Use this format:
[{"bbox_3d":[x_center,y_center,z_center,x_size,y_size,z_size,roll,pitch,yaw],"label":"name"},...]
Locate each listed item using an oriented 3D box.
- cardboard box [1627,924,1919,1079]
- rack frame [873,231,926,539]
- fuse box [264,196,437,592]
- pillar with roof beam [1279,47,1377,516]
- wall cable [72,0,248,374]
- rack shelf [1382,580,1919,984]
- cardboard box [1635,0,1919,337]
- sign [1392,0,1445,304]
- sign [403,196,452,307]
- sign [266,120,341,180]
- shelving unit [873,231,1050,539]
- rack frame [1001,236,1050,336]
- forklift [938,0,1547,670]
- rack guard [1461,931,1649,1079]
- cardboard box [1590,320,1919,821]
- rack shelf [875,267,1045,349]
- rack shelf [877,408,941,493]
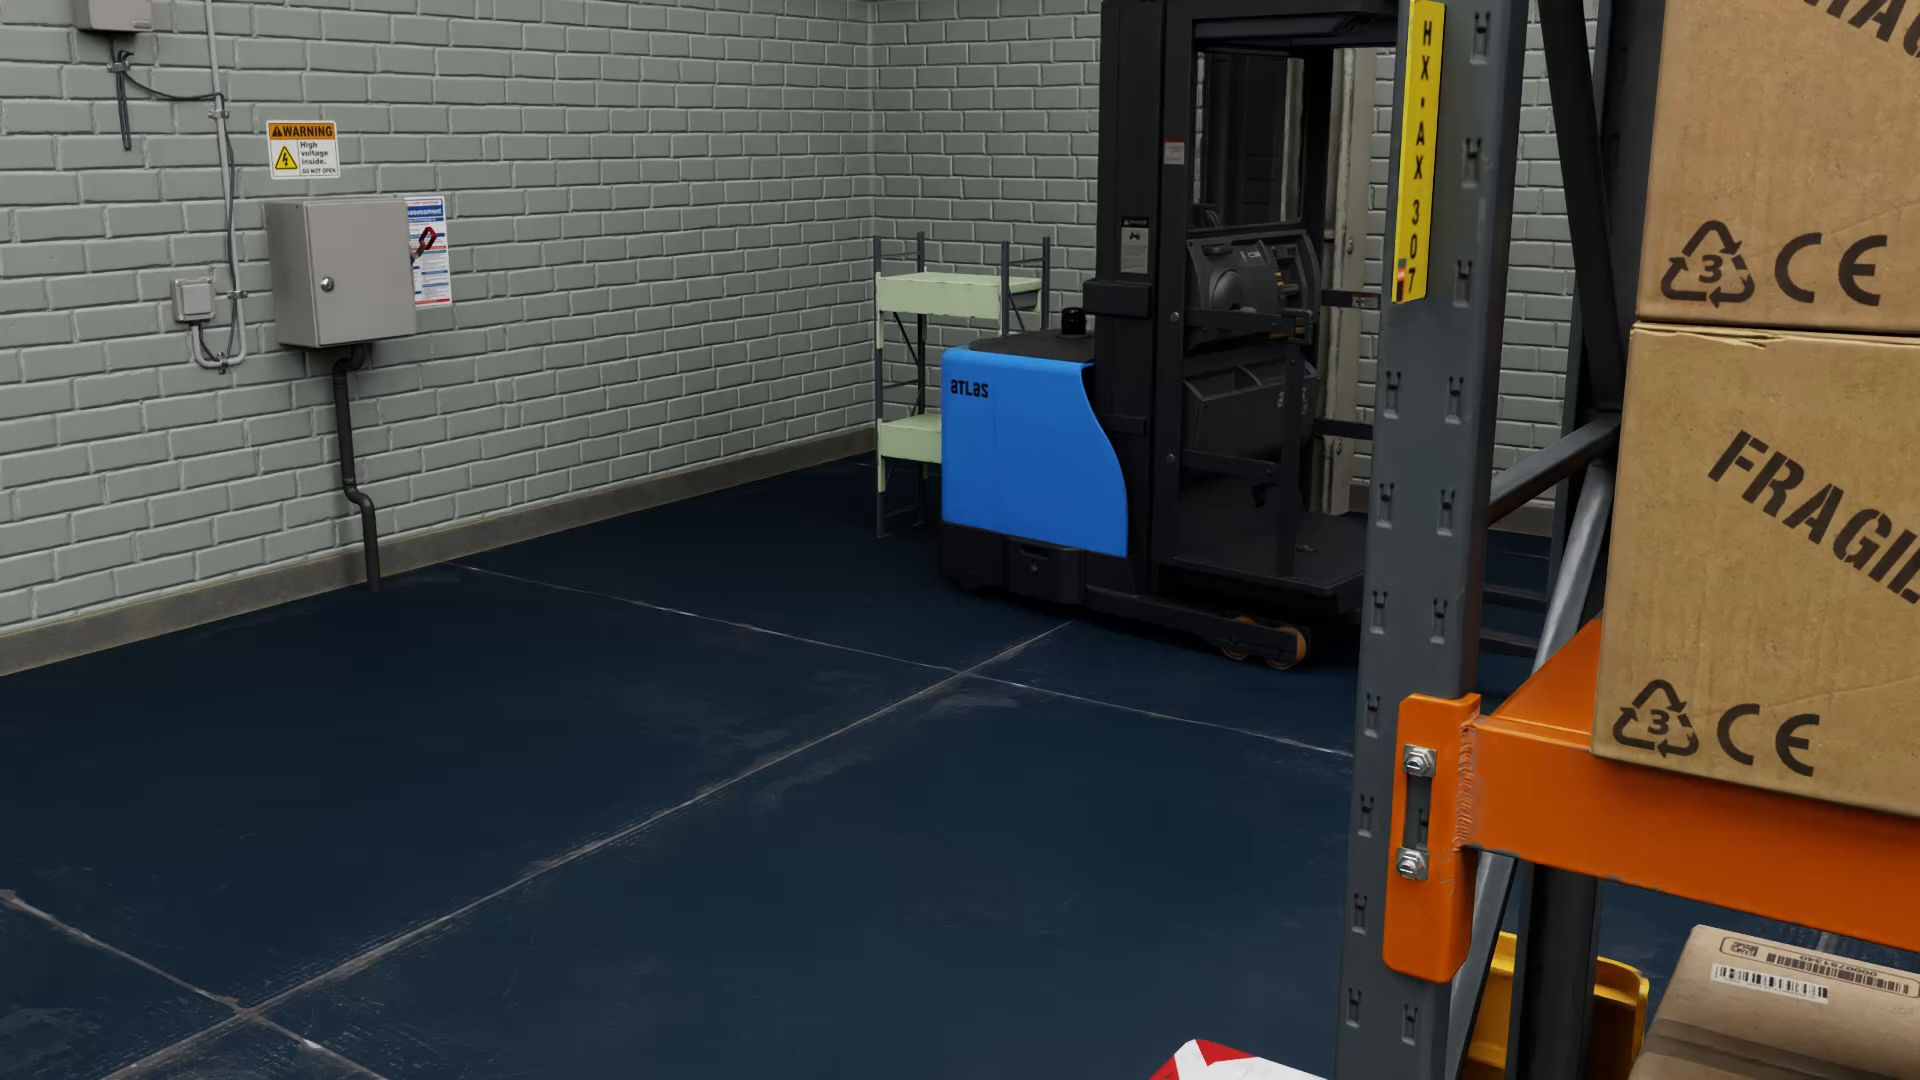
[{"bbox_3d":[1.430,1.026,2.395,0.875,0.438,0.875,9,16,31],"label":"cardboard box"},{"bbox_3d":[-0.298,-0.776,8.338,0.023,1.500,0.400,9,17,33],"label":"rack frame"},{"bbox_3d":[-2.572,-0.608,7.219,0.414,1.711,0.539,9,17,33],"label":"fuse box"},{"bbox_3d":[-0.543,-3.668,4.413,0.400,9.000,9.100,9,17,33],"label":"pillar with roof beam"},{"bbox_3d":[-3.083,-1.612,6.477,0.122,1.984,0.588,9,17,33],"label":"wall cable"},{"bbox_3d":[2.486,0.535,1.418,4.000,0.370,1.077,9,17,33],"label":"rack shelf"},{"bbox_3d":[1.066,-0.495,1.793,0.500,0.500,0.500,9,16,32],"label":"cardboard box"},{"bbox_3d":[0.512,-0.431,1.857,0.005,0.325,0.100,9,17,33],"label":"sign"},{"bbox_3d":[-2.468,-1.314,7.585,0.001,0.494,0.329,9,17,33],"label":"sign"},{"bbox_3d":[-2.775,-1.651,7.032,0.001,0.242,0.339,9,17,33],"label":"sign"},{"bbox_3d":[0.006,-0.727,8.139,0.755,1.500,0.431,9,17,33],"label":"shelving unit"},{"bbox_3d":[0.309,-0.678,7.941,0.023,1.500,0.400,9,17,33],"label":"rack frame"},{"bbox_3d":[1.348,-1.071,6.552,3.031,2.935,1.130,12,18,39],"label":"forklift"},{"bbox_3d":[0.807,1.127,2.728,0.348,0.500,1.175,9,17,33],"label":"rack guard"},{"bbox_3d":[1.065,-0.010,1.911,0.500,0.500,0.500,9,17,32],"label":"cardboard box"},{"bbox_3d":[0.006,-1.106,8.046,0.720,0.370,0.431,9,17,33],"label":"rack shelf"},{"bbox_3d":[0.006,-0.411,8.218,0.720,0.370,0.431,9,17,33],"label":"rack shelf"}]
